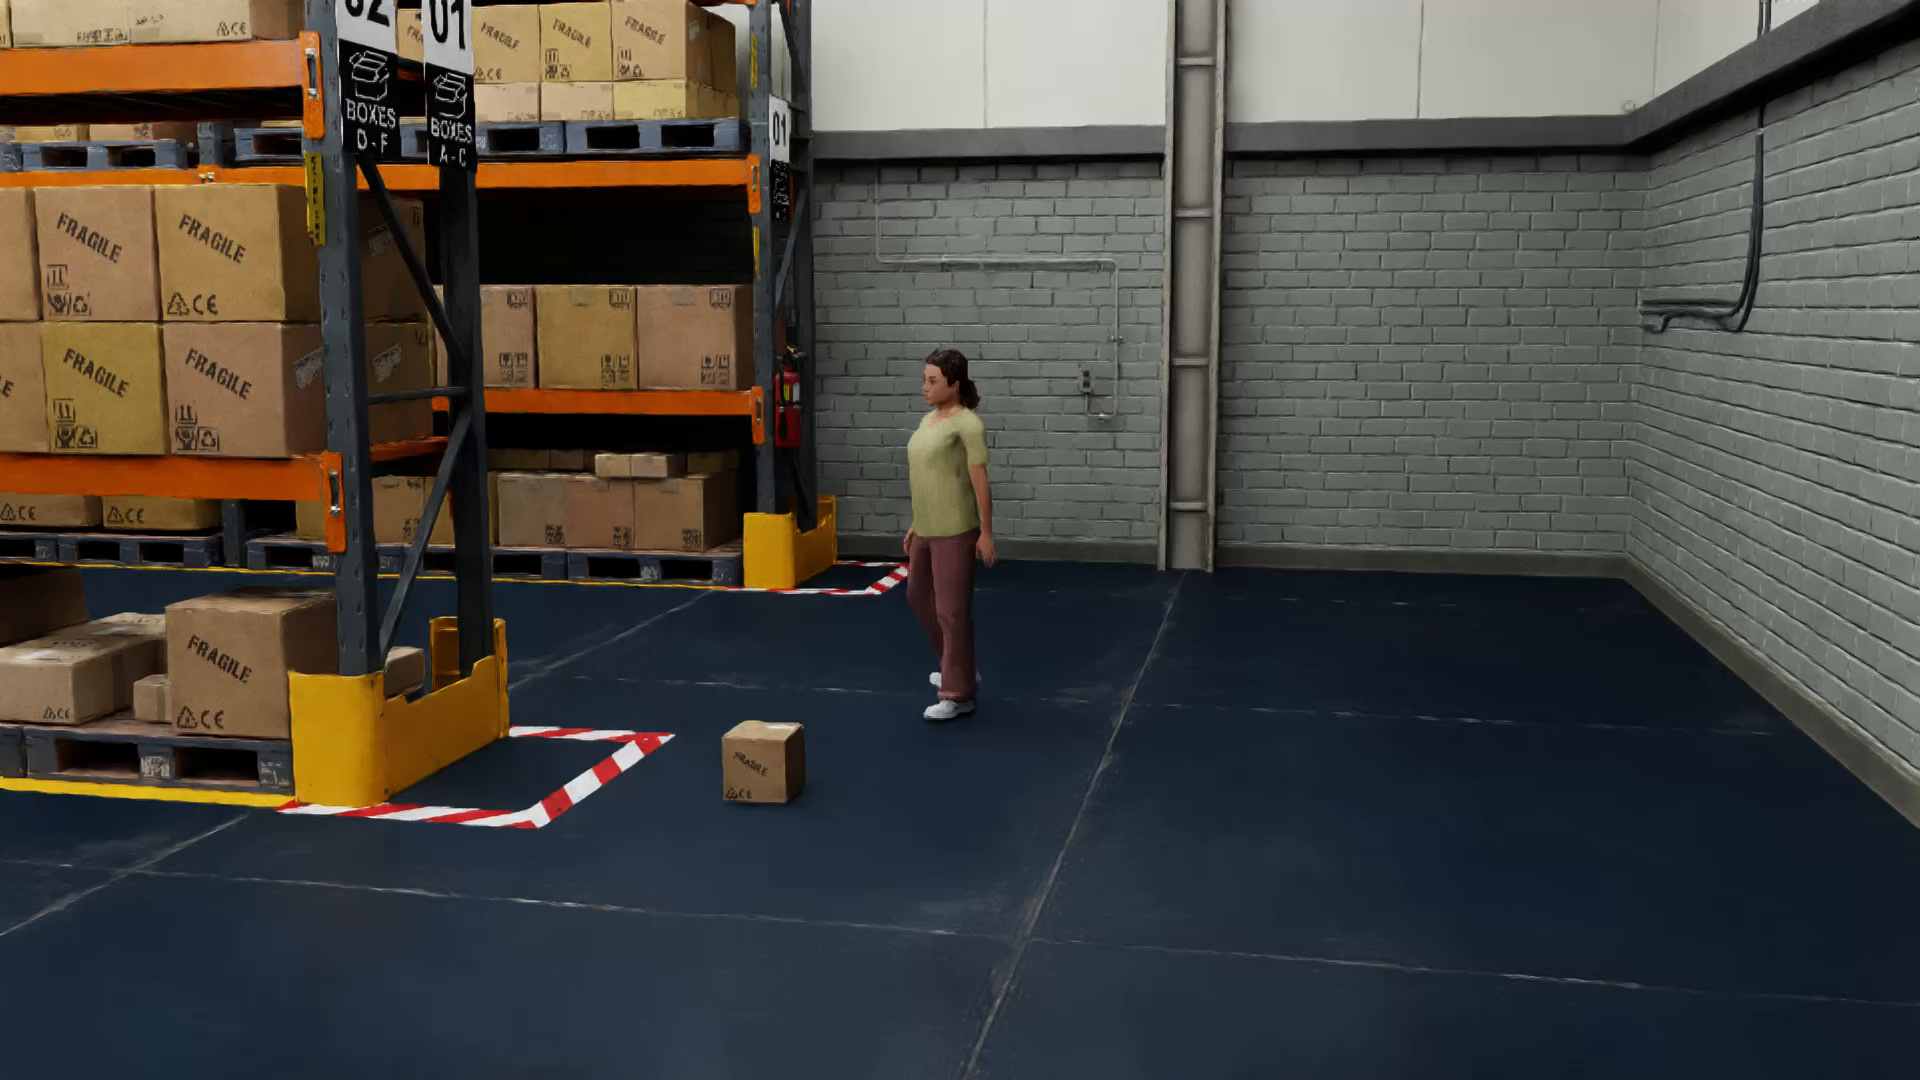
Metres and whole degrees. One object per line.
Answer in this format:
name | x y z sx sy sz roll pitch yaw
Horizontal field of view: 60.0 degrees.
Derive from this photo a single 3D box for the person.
person | -0.064 -0.044 7.610 0.450 1.663 0.652 -4 9 -28
